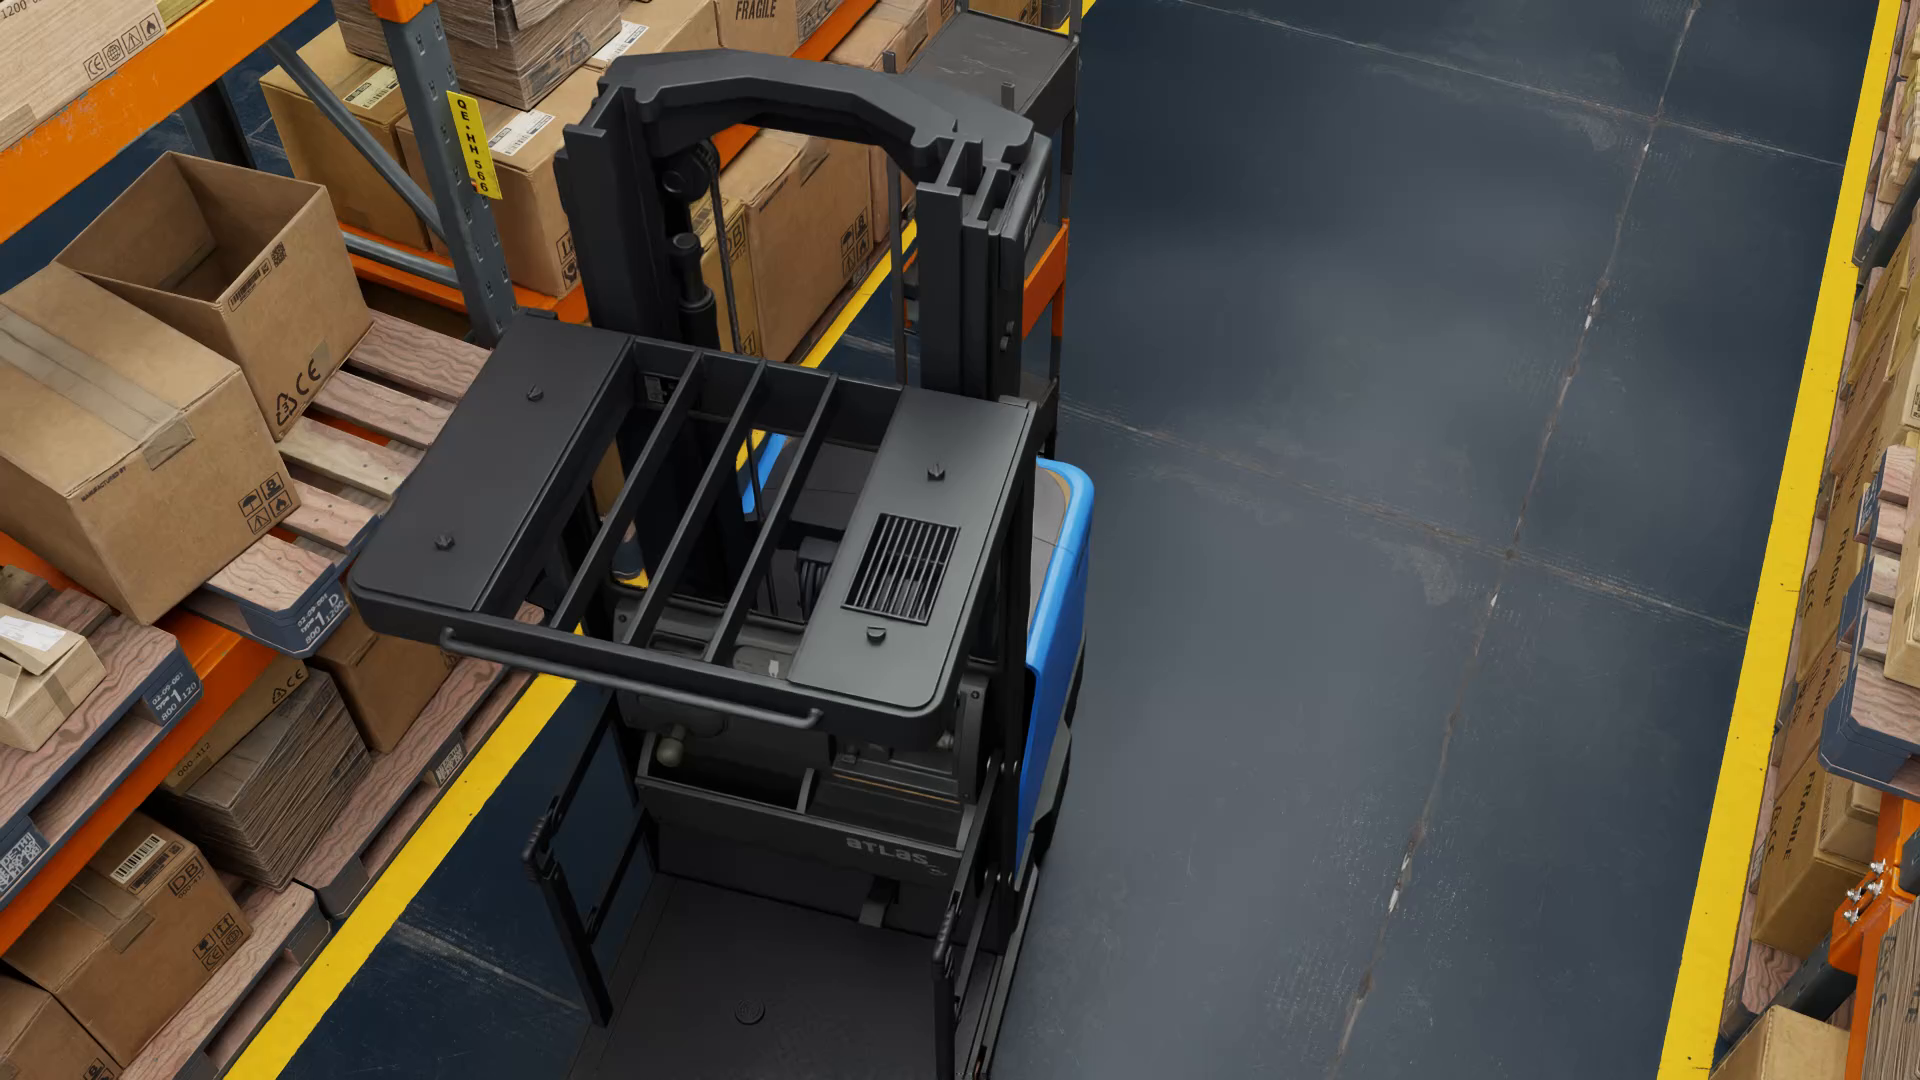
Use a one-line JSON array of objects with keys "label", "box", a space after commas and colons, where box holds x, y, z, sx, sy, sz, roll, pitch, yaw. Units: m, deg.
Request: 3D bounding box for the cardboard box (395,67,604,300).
[{"label": "cardboard box", "box": [-1.348, -1.157, 5.200, 0.500, 0.500, 0.500, 21, 53, 17]}]

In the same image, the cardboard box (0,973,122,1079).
[{"label": "cardboard box", "box": [-2.770, 1.420, 4.425, 0.700, 0.500, 0.500, 16, 51, 13]}]

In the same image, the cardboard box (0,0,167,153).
[{"label": "cardboard box", "box": [-1.983, -1.049, 3.302, 0.500, 0.250, 0.500, 20, 52, 16]}]

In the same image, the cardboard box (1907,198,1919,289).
[{"label": "cardboard box", "box": [3.794, -1.096, 6.086, 0.500, 0.250, 0.500, 18, 52, 15]}]

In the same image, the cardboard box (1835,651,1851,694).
[{"label": "cardboard box", "box": [2.900, 0.328, 4.874, 0.500, 0.250, 0.500, 20, 53, 17]}]

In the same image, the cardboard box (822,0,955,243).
[{"label": "cardboard box", "box": [-0.729, -2.018, 7.117, 1.225, 0.875, 0.875, 18, 52, 15]}]

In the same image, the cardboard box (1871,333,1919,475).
[{"label": "cardboard box", "box": [3.347, -0.379, 5.476, 0.500, 0.250, 0.500, 22, 53, 17]}]

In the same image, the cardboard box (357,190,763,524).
[{"label": "cardboard box", "box": [-1.488, -0.795, 6.076, 1.225, 0.875, 0.875, 18, 52, 14]}]

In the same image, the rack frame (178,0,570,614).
[{"label": "rack frame", "box": [-1.802, -0.879, 5.028, 1.000, 3.000, 0.127, 20, 52, 16]}]

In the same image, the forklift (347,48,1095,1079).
[{"label": "forklift", "box": [-0.449, 0.518, 3.884, 1.130, 2.935, 3.031, 11, 51, 10]}]

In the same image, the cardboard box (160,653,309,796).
[{"label": "cardboard box", "box": [-2.278, 0.385, 4.813, 0.500, 0.250, 0.500, 25, 54, 20]}]

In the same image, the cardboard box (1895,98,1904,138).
[{"label": "cardboard box", "box": [4.449, -1.897, 7.491, 0.380, 0.149, 0.250, 18, 52, 15]}]

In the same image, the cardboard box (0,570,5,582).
[{"label": "cardboard box", "box": [-2.726, 0.113, 4.007, 0.500, 0.250, 0.500, 18, 52, 15]}]

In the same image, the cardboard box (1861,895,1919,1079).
[{"label": "cardboard box", "box": [2.204, 0.994, 3.369, 0.500, 0.500, 0.500, 20, 53, 16]}]

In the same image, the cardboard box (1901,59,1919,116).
[{"label": "cardboard box", "box": [4.398, -1.959, 7.348, 0.380, 0.149, 0.250, 18, 52, 15]}]

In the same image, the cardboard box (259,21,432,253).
[{"label": "cardboard box", "box": [-1.815, -1.332, 5.348, 0.500, 0.500, 0.500, 21, 53, 17]}]

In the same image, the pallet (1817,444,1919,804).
[{"label": "pallet", "box": [2.848, 0.341, 4.116, 1.213, 0.211, 1.003, 20, 52, 16]}]

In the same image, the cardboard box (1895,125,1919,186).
[{"label": "cardboard box", "box": [4.196, -1.579, 7.025, 0.380, 0.149, 0.250, 21, 53, 17]}]

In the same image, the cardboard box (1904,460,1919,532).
[{"label": "cardboard box", "box": [2.652, -0.087, 4.244, 0.380, 0.149, 0.250, 21, 53, 17]}]

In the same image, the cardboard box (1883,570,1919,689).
[{"label": "cardboard box", "box": [2.435, 0.261, 3.948, 0.380, 0.149, 0.250, 21, 53, 17]}]

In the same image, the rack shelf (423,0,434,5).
[{"label": "rack shelf", "box": [-0.947, -2.995, 5.332, 1.077, 0.370, 4.000, 20, 52, 16]}]

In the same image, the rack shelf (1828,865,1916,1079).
[{"label": "rack shelf", "box": [1.785, 2.415, 2.698, 1.077, 0.370, 4.000, 20, 52, 16]}]

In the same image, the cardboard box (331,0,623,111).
[{"label": "cardboard box", "box": [-1.475, -1.734, 5.032, 0.797, 0.503, 0.637, 21, 53, 17]}]

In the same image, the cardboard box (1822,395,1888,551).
[{"label": "cardboard box", "box": [3.357, -0.123, 5.751, 0.500, 0.500, 0.500, 21, 53, 17]}]

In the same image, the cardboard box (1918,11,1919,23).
[{"label": "cardboard box", "box": [4.895, -2.590, 8.081, 0.380, 0.149, 0.250, 20, 52, 16]}]

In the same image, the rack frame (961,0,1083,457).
[{"label": "rack frame", "box": [0.175, -0.962, 5.690, 0.400, 2.100, 0.015, 20, 52, 16]}]

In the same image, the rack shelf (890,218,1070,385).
[{"label": "rack shelf", "box": [0.071, -0.786, 5.558, 0.431, 0.518, 0.480, 20, 52, 16]}]

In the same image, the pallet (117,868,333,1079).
[{"label": "pallet", "box": [-2.660, 1.400, 4.920, 1.003, 0.211, 1.213, 20, 52, 16]}]

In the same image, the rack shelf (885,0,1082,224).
[{"label": "rack shelf", "box": [0.071, -1.239, 5.025, 0.431, 0.518, 0.480, 20, 52, 16]}]

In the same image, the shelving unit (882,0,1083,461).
[{"label": "shelving unit", "box": [0.071, -0.794, 5.547, 0.431, 2.100, 0.503, 20, 52, 16]}]

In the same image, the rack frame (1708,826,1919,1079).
[{"label": "rack frame", "box": [2.639, 0.805, 3.596, 1.000, 3.000, 0.127, 20, 52, 16]}]

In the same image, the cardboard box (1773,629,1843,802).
[{"label": "cardboard box", "box": [2.909, 0.584, 5.149, 0.500, 0.500, 0.500, 22, 53, 18]}]

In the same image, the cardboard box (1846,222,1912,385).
[{"label": "cardboard box", "box": [3.793, -0.853, 6.372, 0.500, 0.500, 0.500, 22, 53, 17]}]

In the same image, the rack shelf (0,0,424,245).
[{"label": "rack shelf", "box": [-2.656, -0.240, 2.988, 1.077, 0.370, 4.000, 20, 52, 16]}]

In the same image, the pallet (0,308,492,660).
[{"label": "pallet", "box": [-2.010, -0.291, 4.654, 1.213, 0.211, 1.003, 20, 52, 16]}]

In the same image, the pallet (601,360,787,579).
[{"label": "pallet", "box": [-1.397, -0.493, 6.531, 1.003, 0.211, 1.213, 20, 52, 16]}]

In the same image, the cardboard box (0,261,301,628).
[{"label": "cardboard box", "box": [-2.144, -0.245, 4.148, 0.700, 0.500, 0.500, 27, 55, 21]}]

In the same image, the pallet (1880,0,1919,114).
[{"label": "pallet", "box": [5.123, -2.363, 8.122, 1.003, 0.211, 1.213, 20, 52, 16]}]

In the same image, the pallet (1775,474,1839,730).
[{"label": "pallet", "box": [3.497, 0.334, 5.827, 1.003, 0.211, 1.213, 20, 52, 16]}]

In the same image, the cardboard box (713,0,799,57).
[{"label": "cardboard box", "box": [-0.914, -1.867, 5.803, 0.500, 0.500, 0.500, 19, 52, 15]}]

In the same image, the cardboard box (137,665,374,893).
[{"label": "cardboard box", "box": [-2.295, 0.643, 5.086, 0.700, 0.500, 0.500, 16, 51, 13]}]
